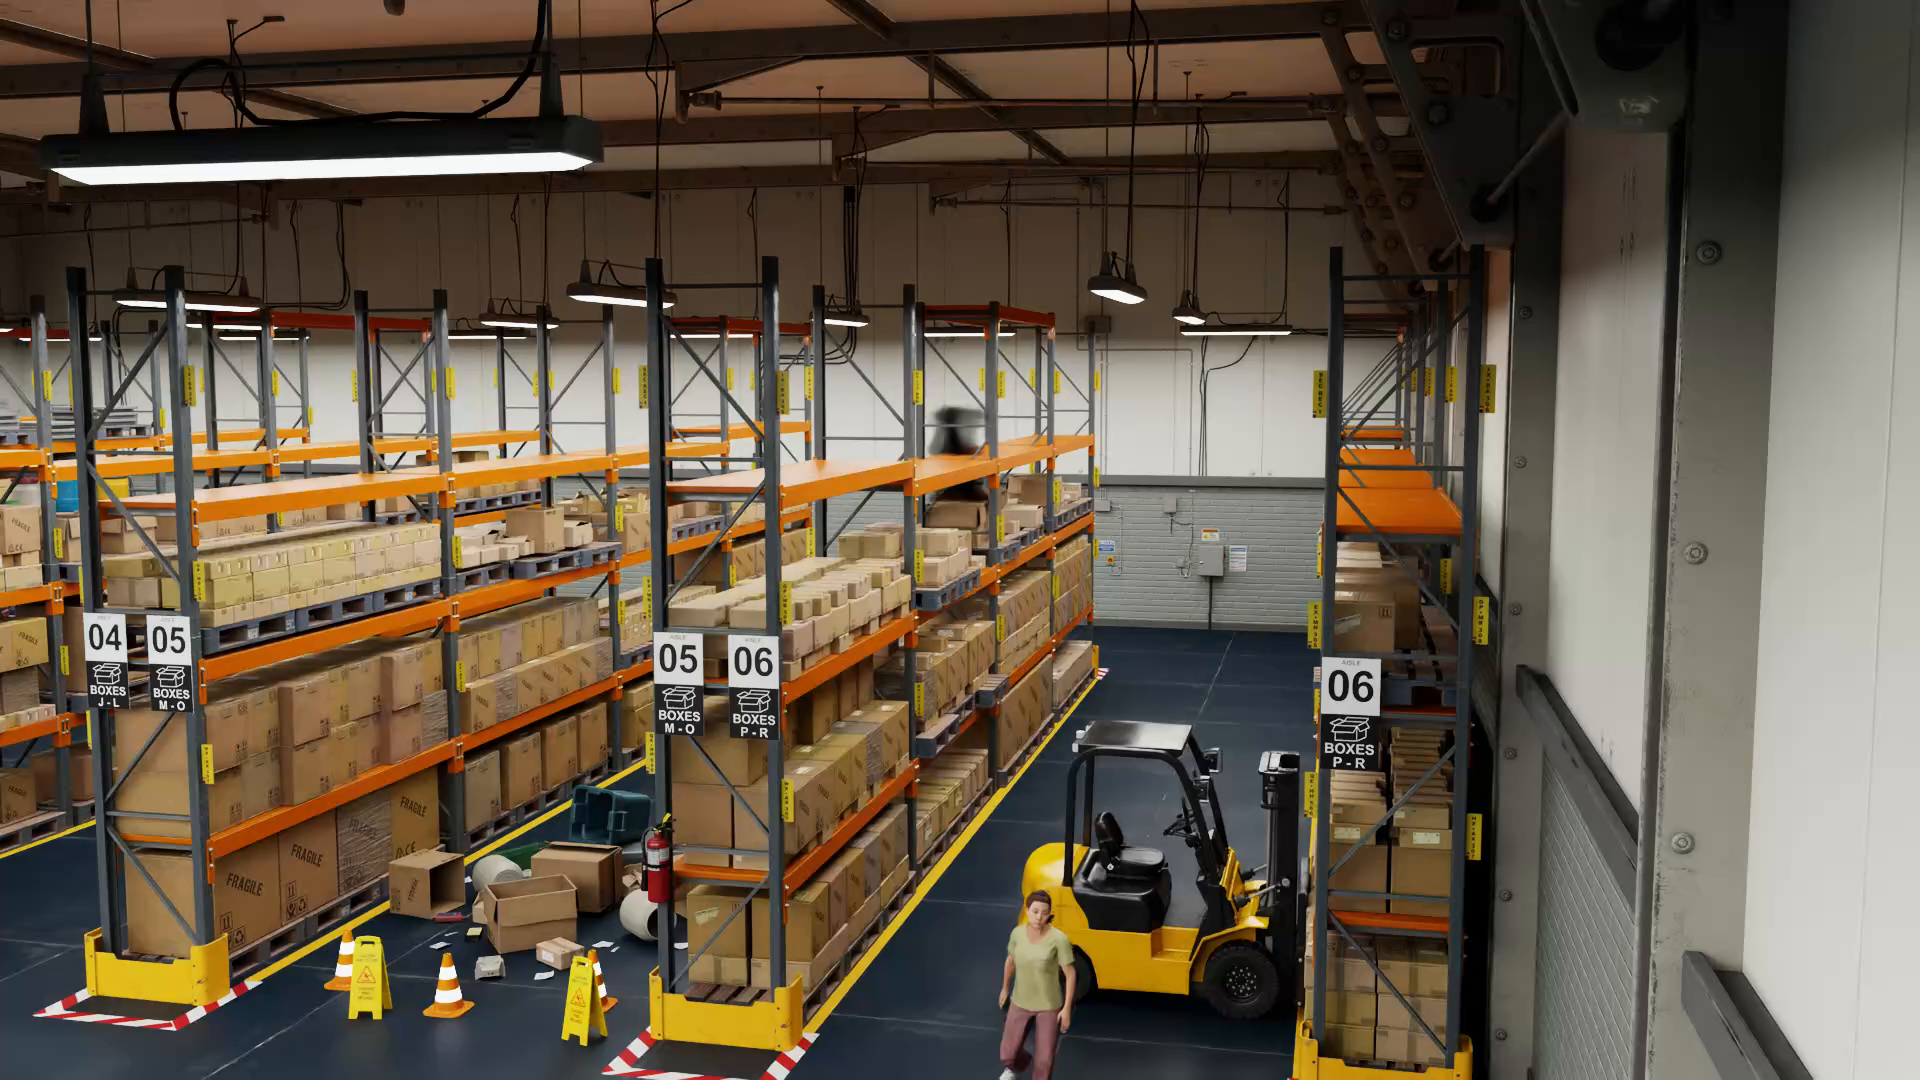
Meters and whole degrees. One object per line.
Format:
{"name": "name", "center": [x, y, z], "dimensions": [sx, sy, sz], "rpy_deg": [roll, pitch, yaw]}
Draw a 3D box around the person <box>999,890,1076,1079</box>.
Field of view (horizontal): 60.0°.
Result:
{"name": "person", "center": [0.526, 3.188, 11.516], "dimensions": [0.621, 1.638, 0.638], "rpy_deg": [2, 6, 16]}
